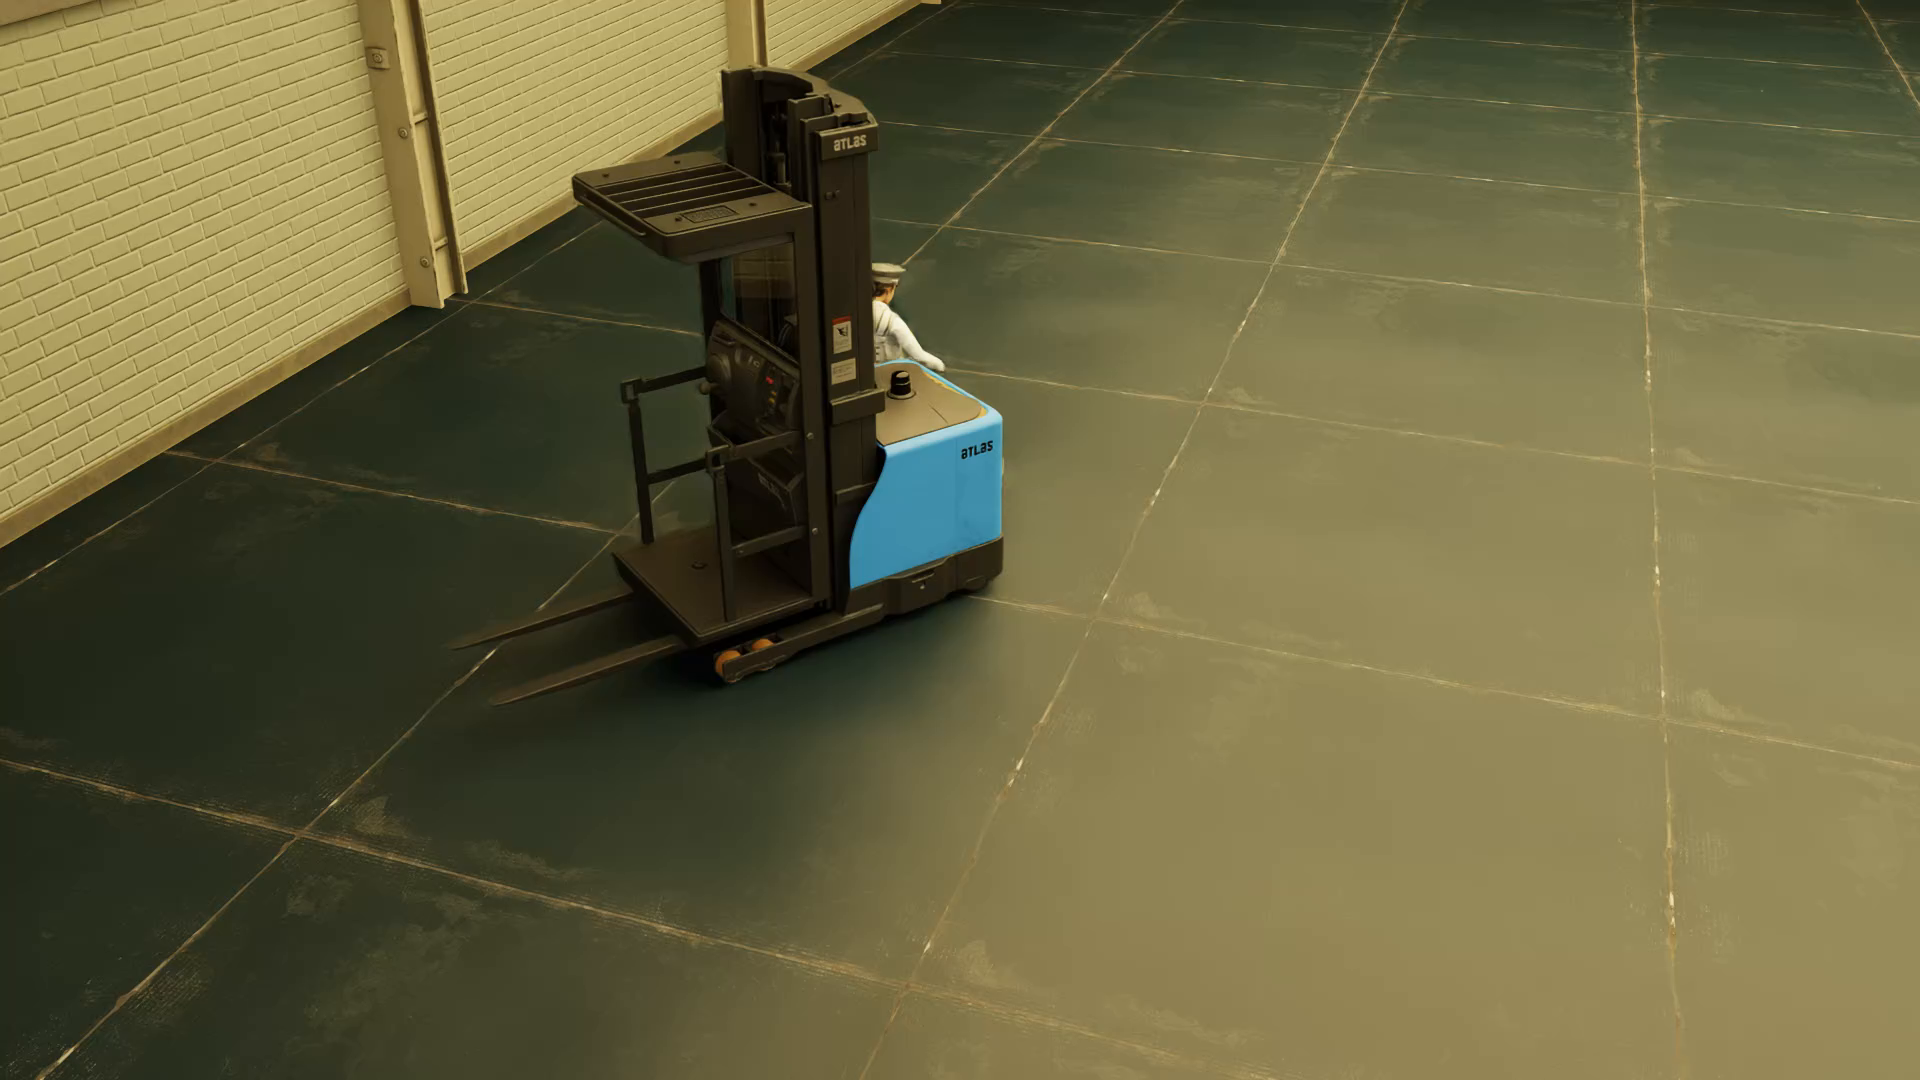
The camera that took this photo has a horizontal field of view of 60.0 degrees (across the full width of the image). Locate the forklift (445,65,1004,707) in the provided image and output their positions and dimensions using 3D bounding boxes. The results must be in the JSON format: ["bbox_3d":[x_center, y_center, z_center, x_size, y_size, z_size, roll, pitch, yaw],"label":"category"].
[{"bbox_3d":[-1.253,-0.820,8.575,3.031,2.935,1.130,-19,35,-29],"label":"forklift"}]

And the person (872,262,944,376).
[{"bbox_3d":[-0.452,-1.052,10.493,1.056,1.513,0.956,20,35,31],"label":"person"}]
